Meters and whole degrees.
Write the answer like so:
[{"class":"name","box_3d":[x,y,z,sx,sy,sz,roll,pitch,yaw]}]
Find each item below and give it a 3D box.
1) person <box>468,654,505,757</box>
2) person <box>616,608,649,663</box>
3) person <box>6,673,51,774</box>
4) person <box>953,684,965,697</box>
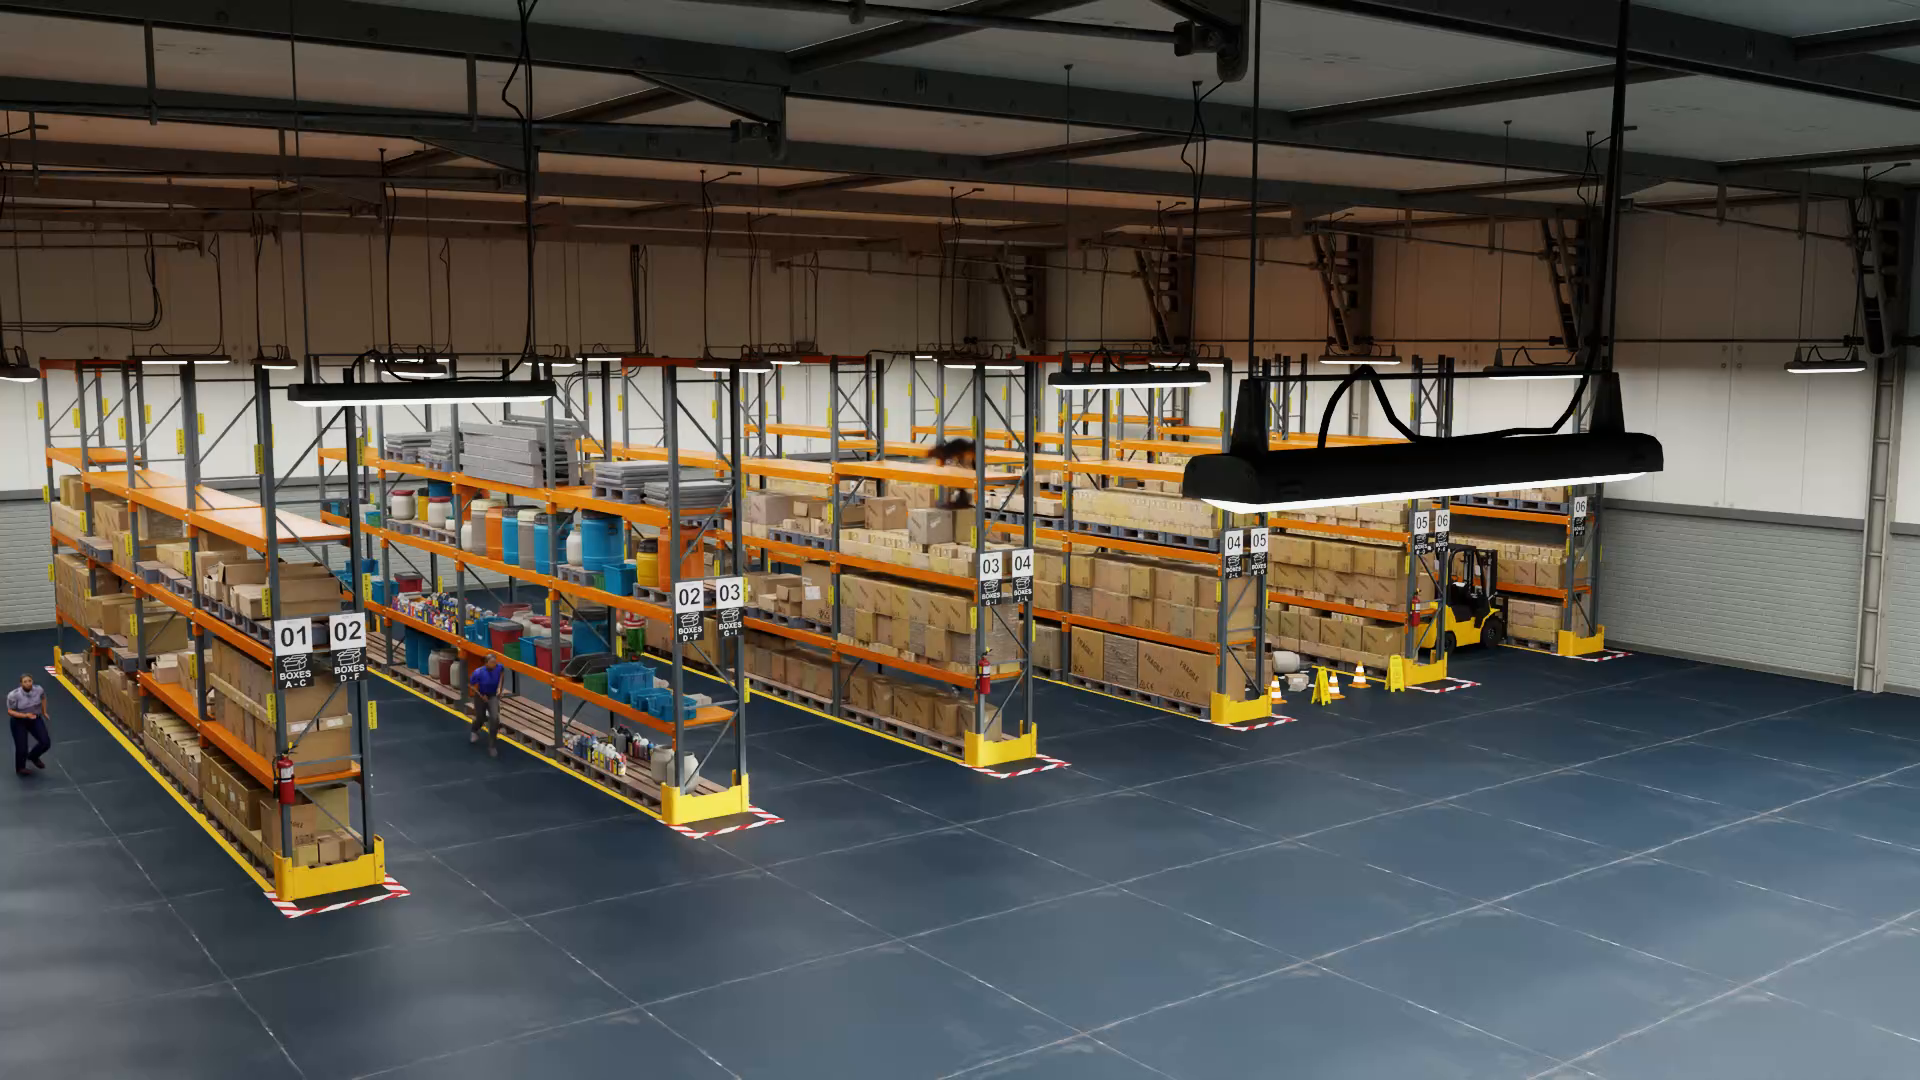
[{"class":"person","box_3d":[-7.346,2.494,25.696,0.610,1.615,0.975,-6,9,-39]},{"class":"person","box_3d":[-6.246,1.674,31.780,0.704,1.715,0.662,6,9,42]},{"class":"person","box_3d":[-13.559,2.673,24.216,0.767,1.539,0.606,6,9,40]},{"class":"person","box_3d":[0.254,2.170,28.903,0.918,1.494,0.538,6,9,42]}]
